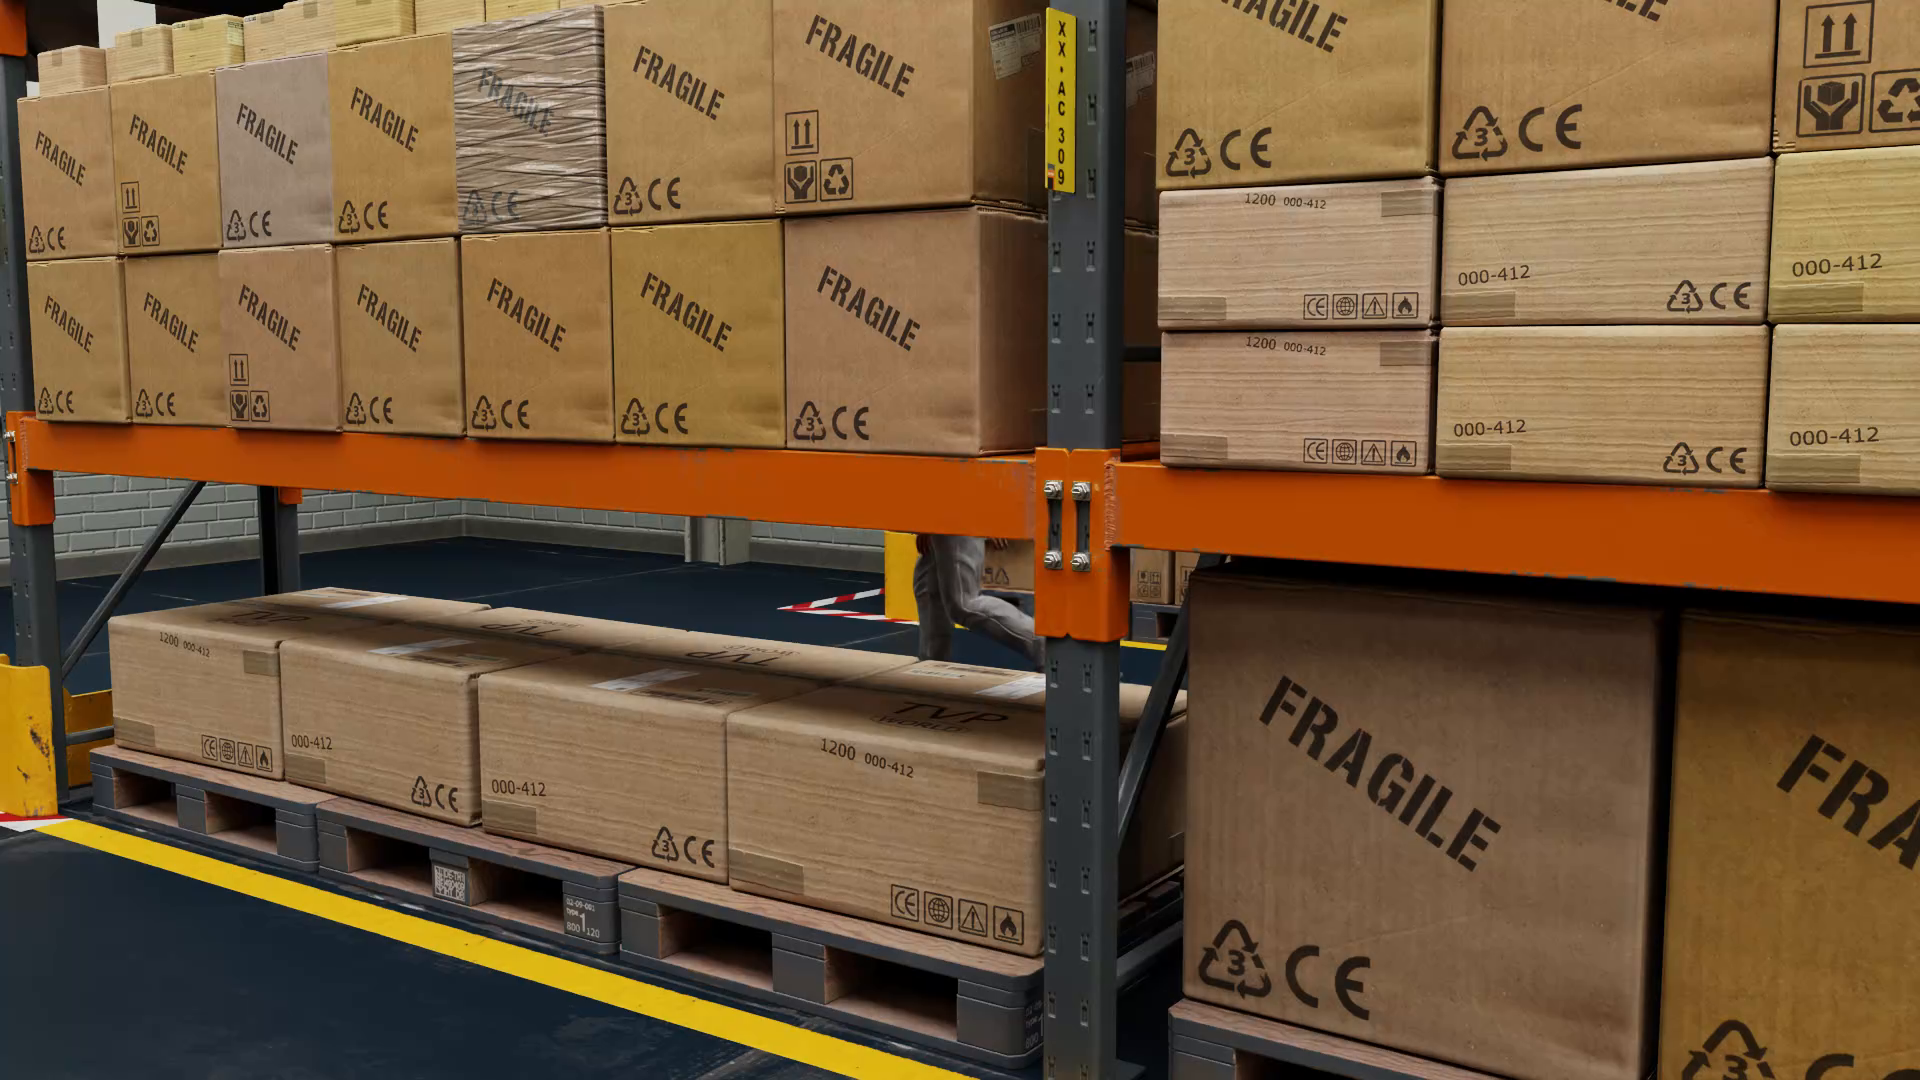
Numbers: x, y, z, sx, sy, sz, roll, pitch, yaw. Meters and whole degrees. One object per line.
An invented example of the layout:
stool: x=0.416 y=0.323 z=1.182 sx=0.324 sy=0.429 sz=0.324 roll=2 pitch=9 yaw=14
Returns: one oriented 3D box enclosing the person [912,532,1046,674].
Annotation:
person: x=0.065 y=-0.139 z=6.936 sx=0.899 sy=1.741 sz=0.589 roll=2 pitch=6 yaw=15
